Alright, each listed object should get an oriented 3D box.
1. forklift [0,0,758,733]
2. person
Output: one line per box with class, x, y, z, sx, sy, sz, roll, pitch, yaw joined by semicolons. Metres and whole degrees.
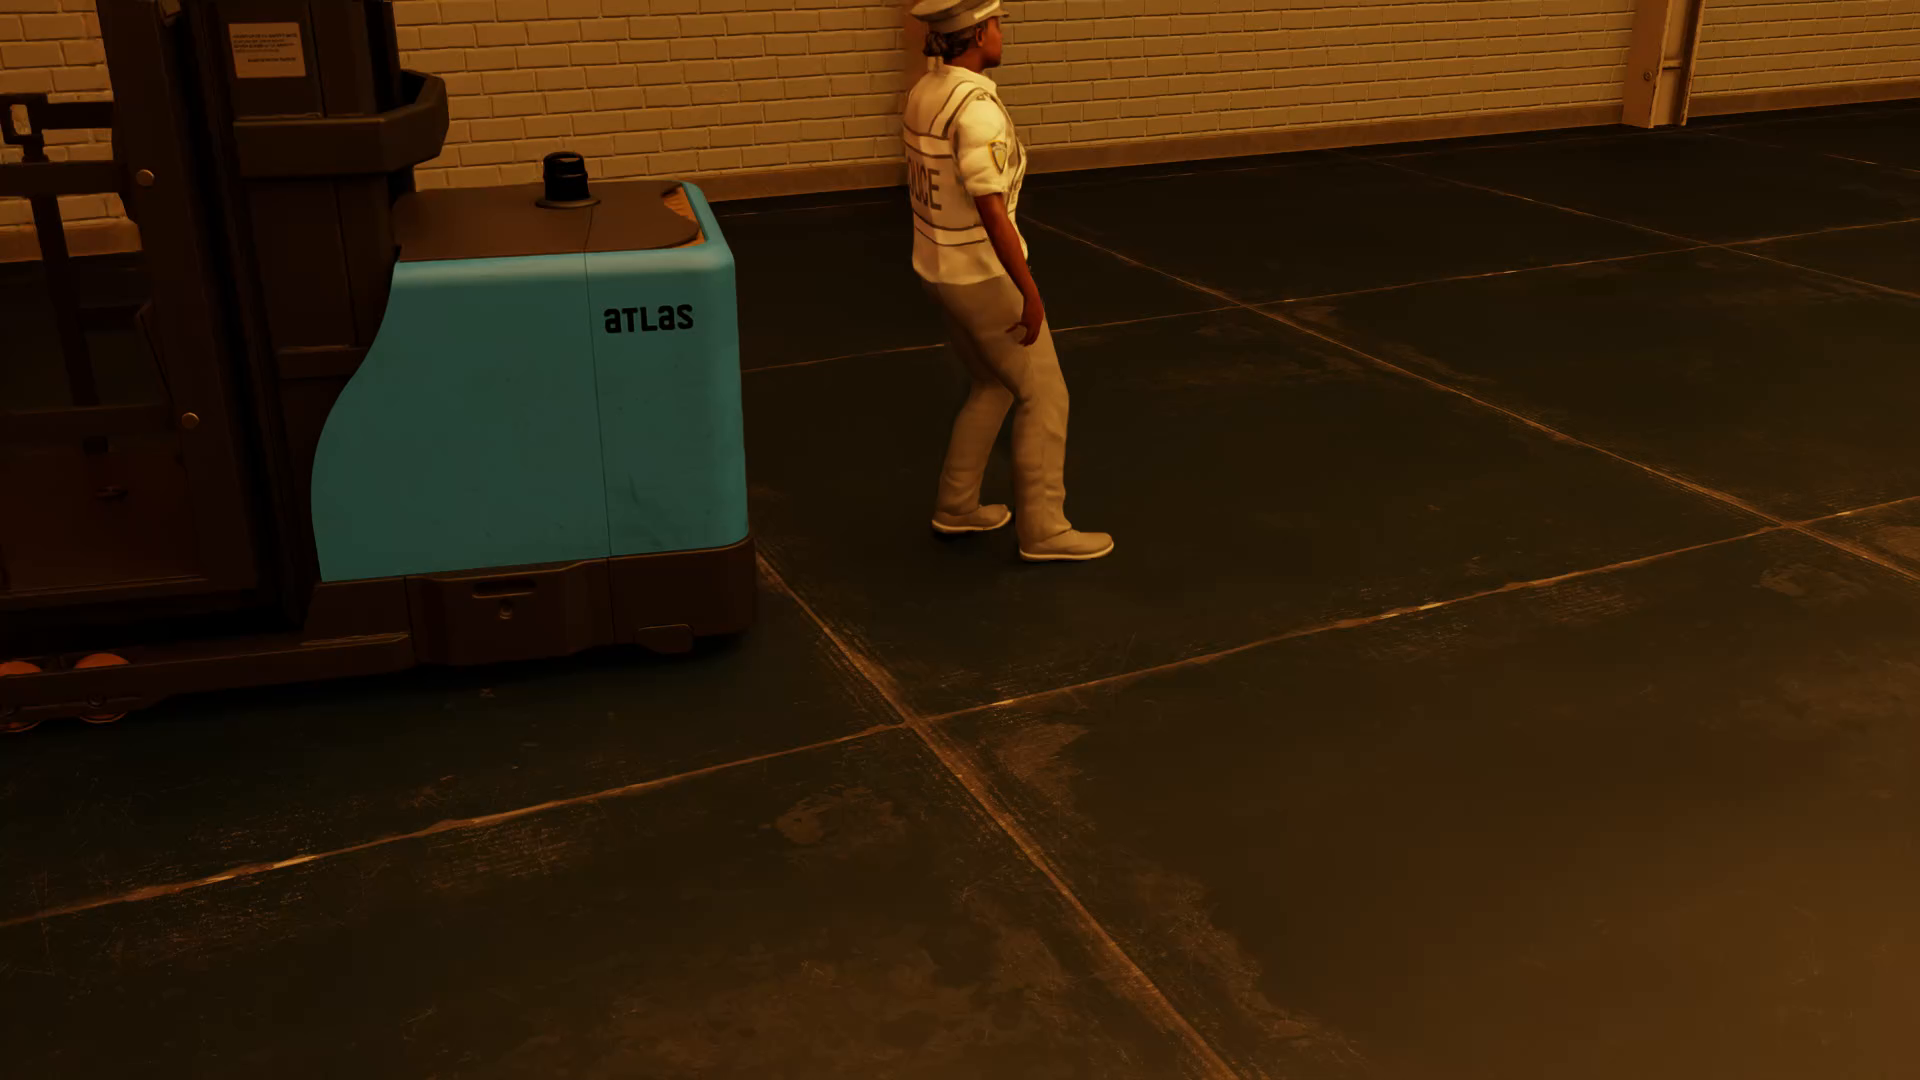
forklift;-2.111;-1.114;3.967;3.031;2.935;1.130;-5;23;-12
person;0.126;-0.777;4.843;0.543;1.671;0.597;-8;24;-19
